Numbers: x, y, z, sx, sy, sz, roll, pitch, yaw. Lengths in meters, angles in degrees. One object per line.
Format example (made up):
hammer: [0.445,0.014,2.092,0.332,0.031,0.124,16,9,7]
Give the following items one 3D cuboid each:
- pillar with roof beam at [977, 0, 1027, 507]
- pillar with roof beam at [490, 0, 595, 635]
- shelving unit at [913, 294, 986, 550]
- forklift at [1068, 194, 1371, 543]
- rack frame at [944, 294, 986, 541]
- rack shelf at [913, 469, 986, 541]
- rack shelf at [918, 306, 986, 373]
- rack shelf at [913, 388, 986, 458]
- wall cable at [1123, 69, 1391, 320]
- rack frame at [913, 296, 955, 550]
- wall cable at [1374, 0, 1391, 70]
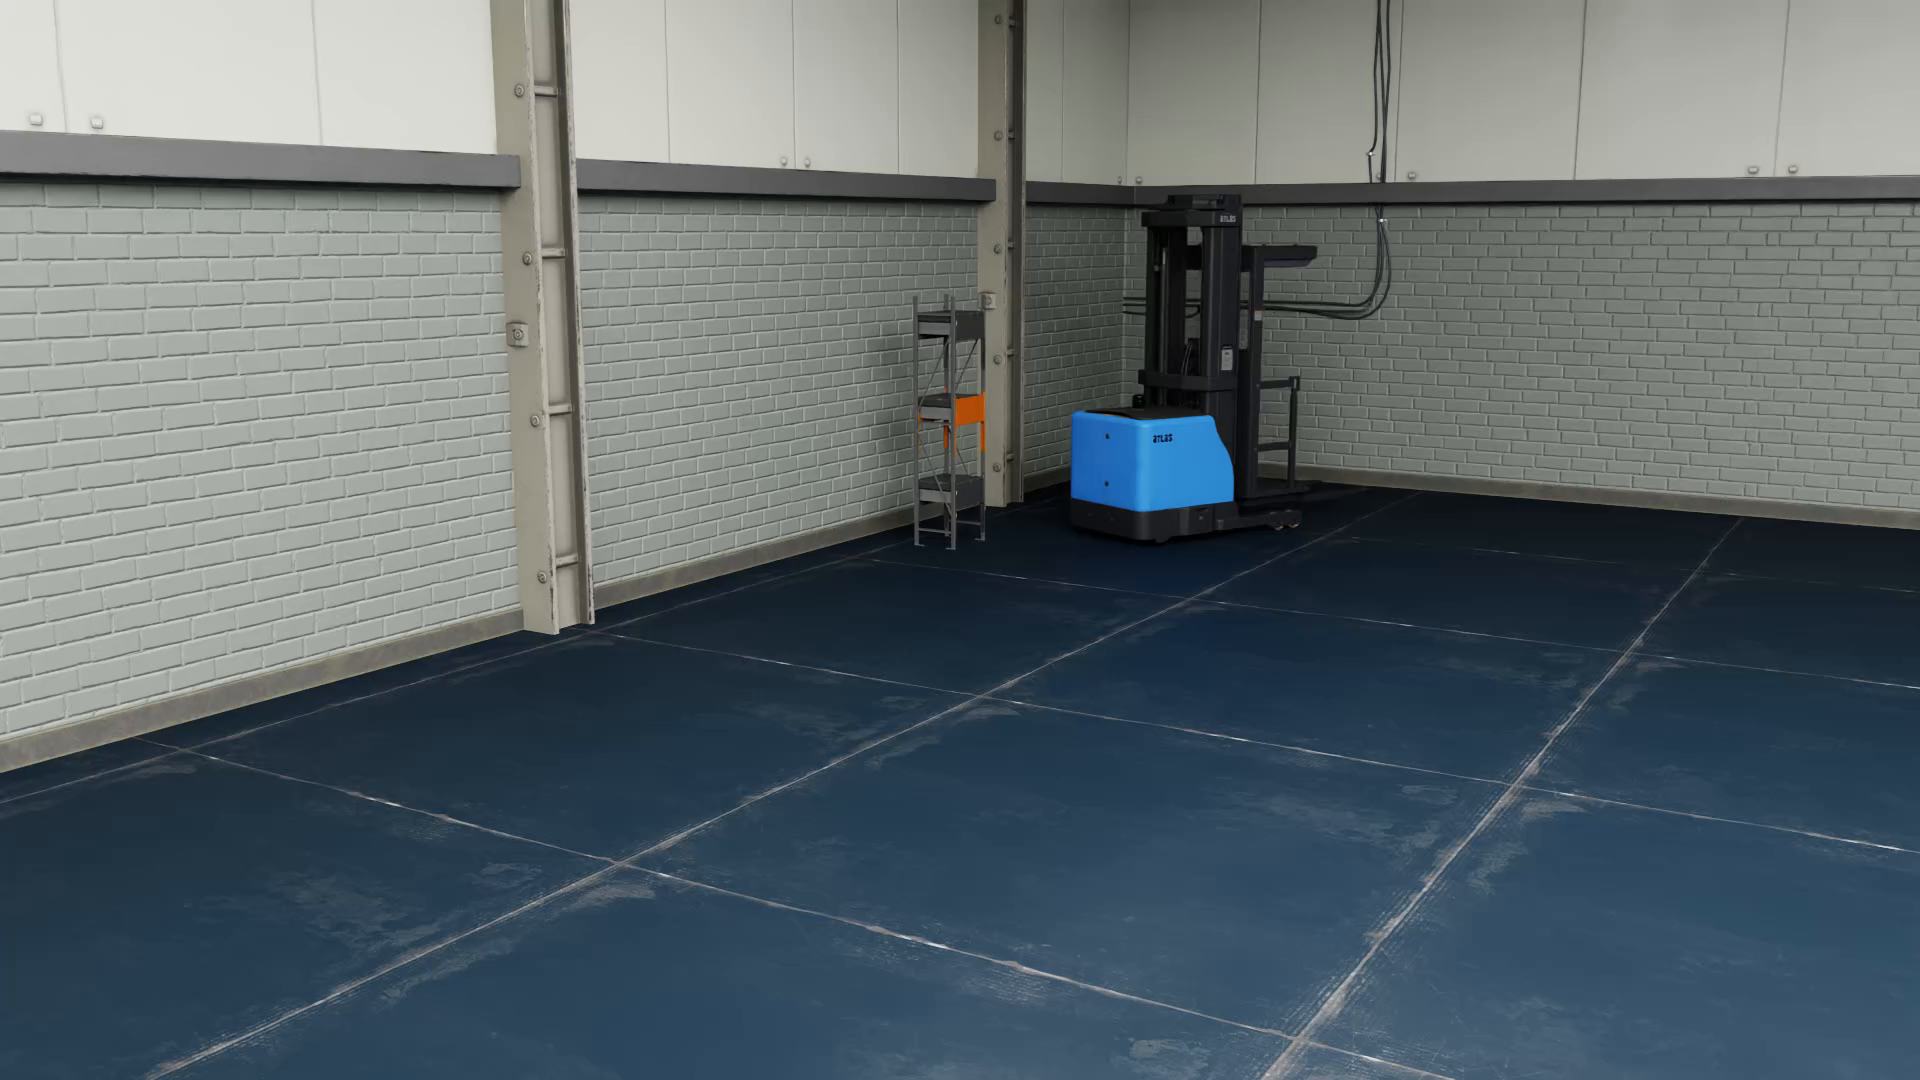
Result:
pillar with roof beam: [4.074,-4.374,13.276,9.100,9.000,0.400,6,12,31]
pillar with roof beam: [0.959,-3.430,8.235,9.100,9.000,0.400,6,12,31]
shelving unit: [-0.086,-1.006,14.036,0.431,2.100,0.503,6,12,31]
forklift: [2.465,-1.600,14.948,3.031,2.935,1.130,-7,13,-34]
rack frame: [0.041,-1.044,14.241,0.400,2.100,0.015,6,12,31]
rack shelf: [-0.086,-0.305,14.168,0.431,0.518,0.480,6,12,31]
rack shelf: [-0.086,-1.681,13.910,0.431,0.518,0.480,6,12,31]
rack shelf: [-0.086,-0.993,14.039,0.431,0.518,0.480,6,12,31]
wall cable: [3.054,-3.596,17.558,3.097,2.526,0.112,6,12,31]
rack frame: [-0.213,-0.968,13.831,0.400,2.100,0.015,6,12,31]
wall cable: [5.367,-5.820,15.713,3.097,2.526,0.112,6,12,31]
